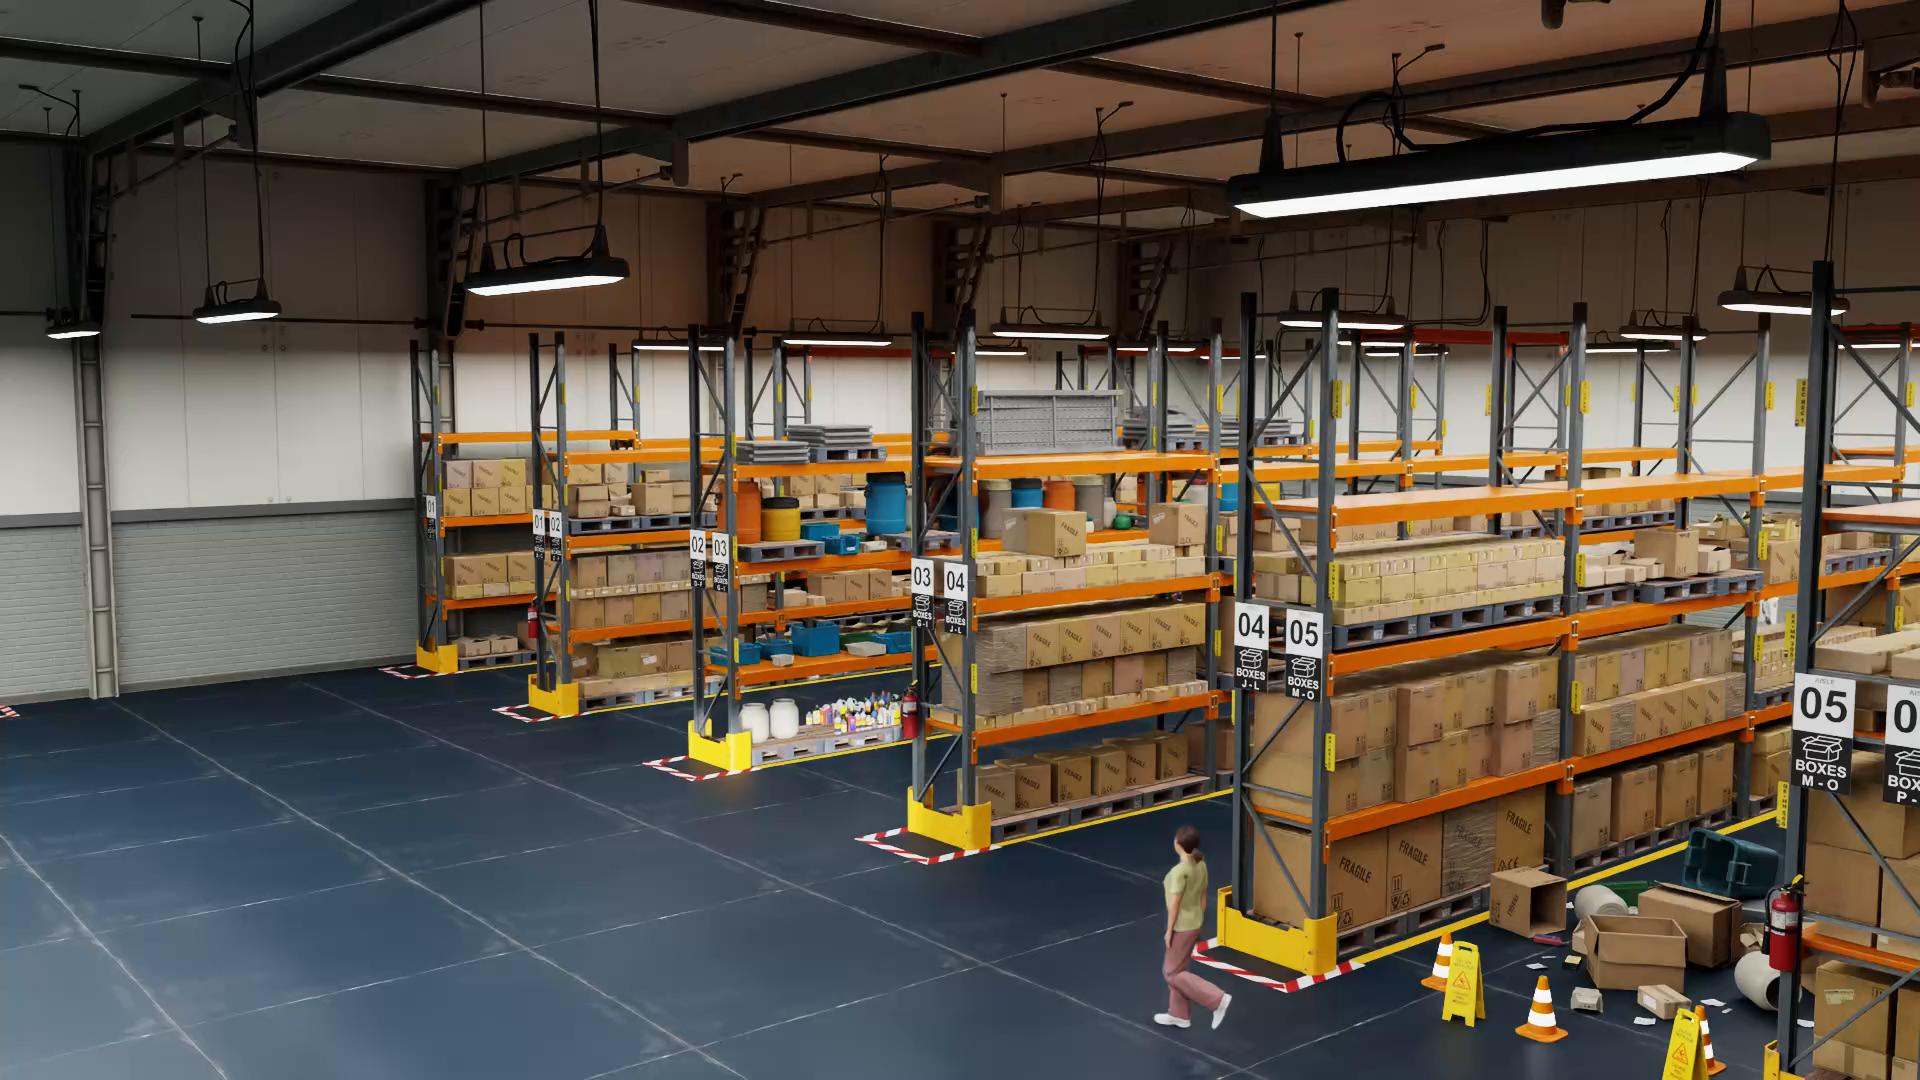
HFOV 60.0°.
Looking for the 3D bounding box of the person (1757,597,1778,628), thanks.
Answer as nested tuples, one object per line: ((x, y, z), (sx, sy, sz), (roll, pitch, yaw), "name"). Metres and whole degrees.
((14.597, 1.521, 30.132), (0.451, 1.682, 0.495), (1, 5, 6), "person")

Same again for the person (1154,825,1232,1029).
((1.855, 3.105, 13.248), (0.646, 1.665, 0.440), (1, 5, 16), "person")
